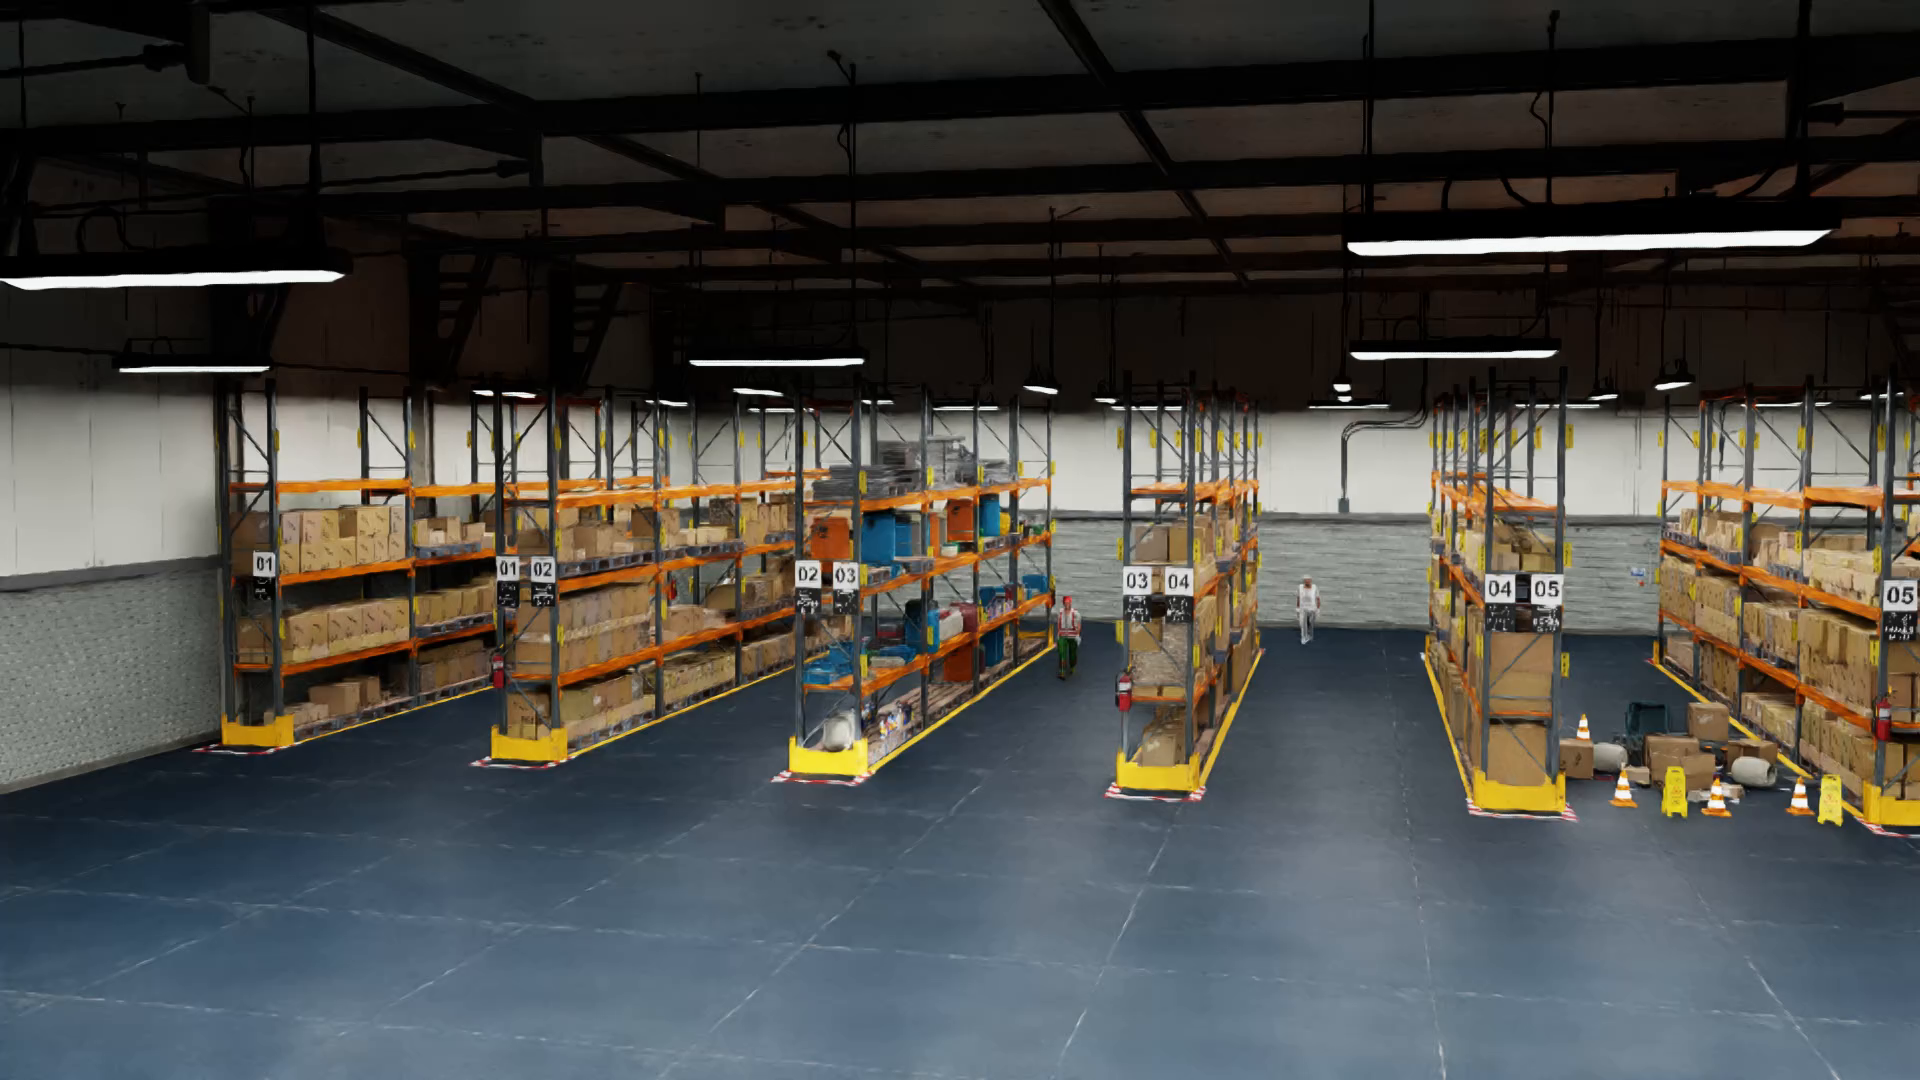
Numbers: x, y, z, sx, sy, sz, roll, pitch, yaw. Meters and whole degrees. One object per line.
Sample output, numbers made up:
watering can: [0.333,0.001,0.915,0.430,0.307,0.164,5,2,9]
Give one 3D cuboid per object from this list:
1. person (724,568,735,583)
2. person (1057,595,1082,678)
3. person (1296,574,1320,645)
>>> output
person: [-5.899,1.563,43.190,0.511,1.676,0.664,3,5,43]
person: [2.289,2.029,35.094,0.567,1.736,1.044,1,4,12]
person: [8.539,1.691,40.774,0.579,1.732,1.035,1,4,12]
